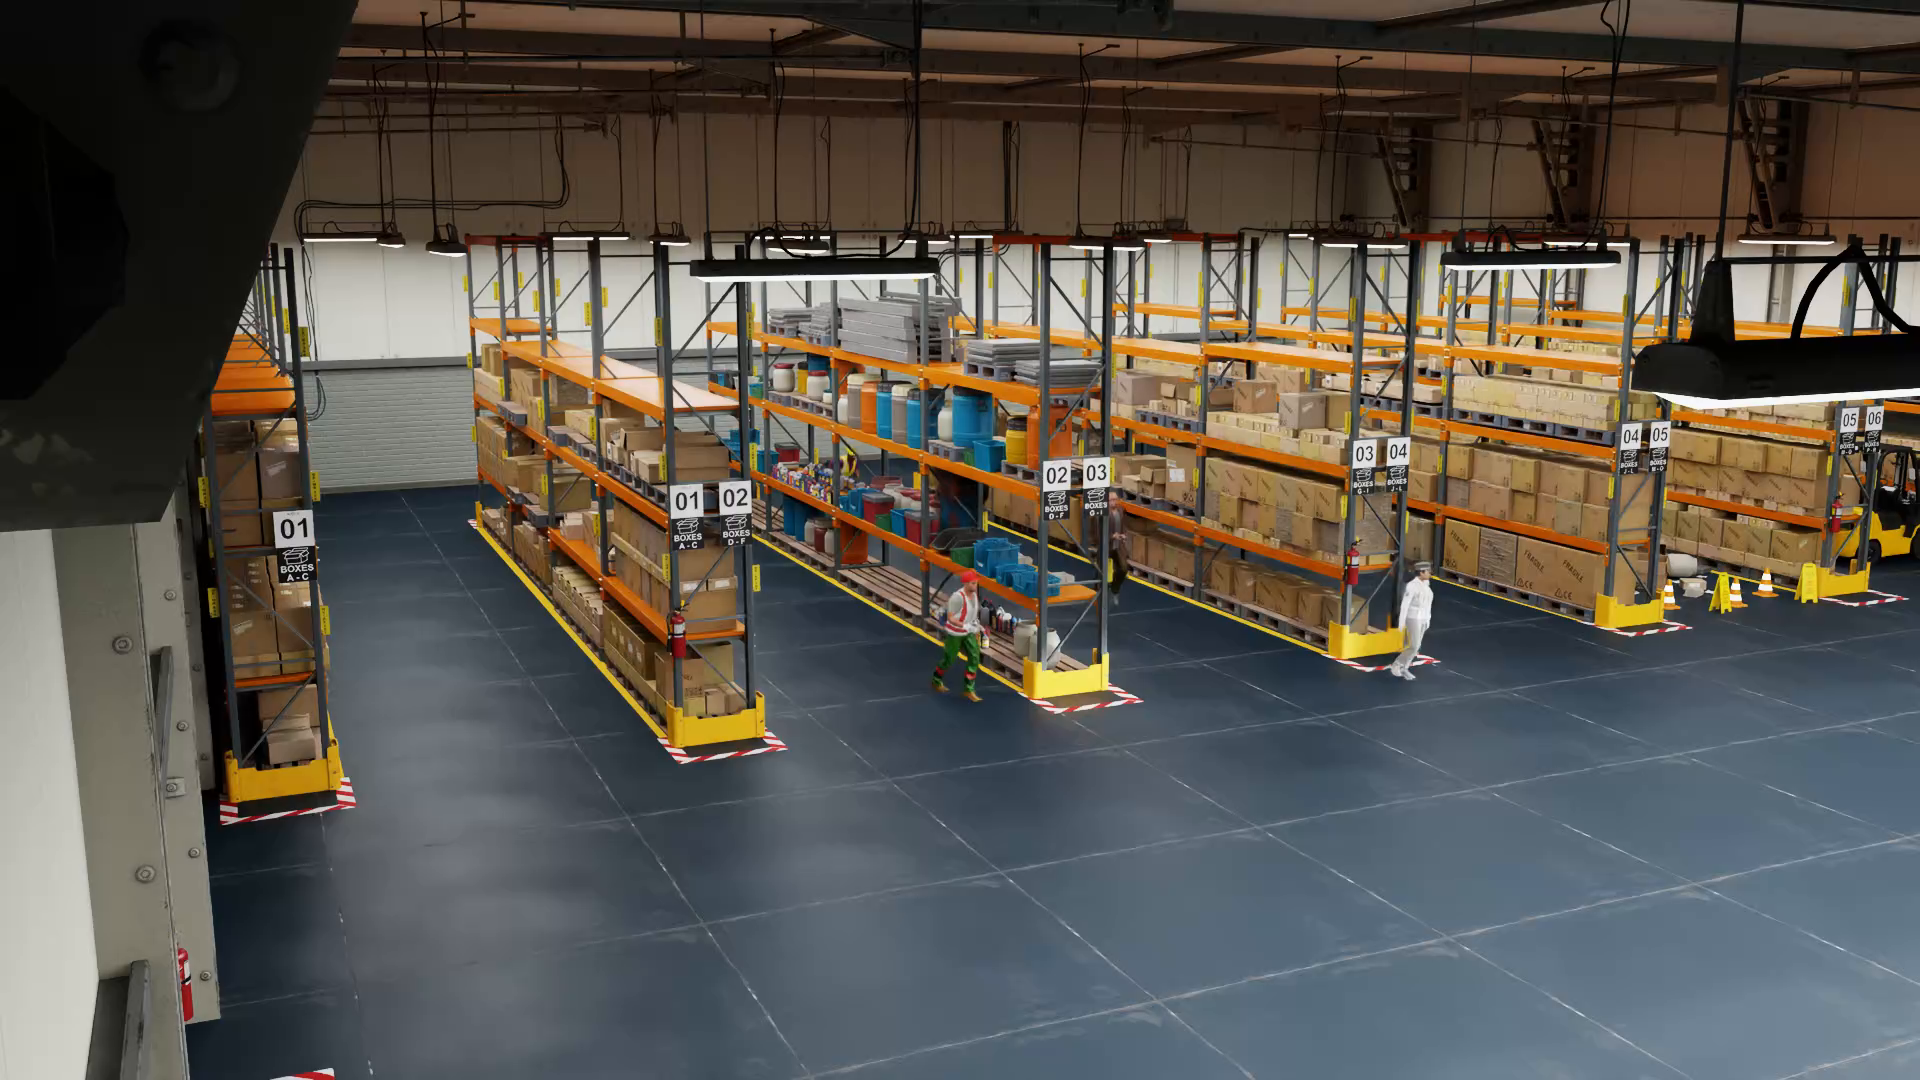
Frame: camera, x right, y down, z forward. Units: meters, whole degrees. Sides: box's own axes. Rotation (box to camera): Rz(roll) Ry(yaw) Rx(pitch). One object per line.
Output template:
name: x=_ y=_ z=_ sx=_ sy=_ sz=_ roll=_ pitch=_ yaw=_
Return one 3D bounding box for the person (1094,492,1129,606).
person: x=2.423 y=0.144 z=26.339 sx=0.691 sy=1.837 sz=0.829 roll=-6 pitch=12 yaw=-28

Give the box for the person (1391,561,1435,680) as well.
person: x=6.273 y=1.122 z=23.010 sx=0.455 sy=1.689 sz=0.598 roll=10 pitch=15 yaw=42

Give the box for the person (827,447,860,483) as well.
person: x=-2.500 y=-1.235 z=35.436 sx=0.722 sy=1.568 sz=0.933 roll=-10 pitch=15 yaw=-41

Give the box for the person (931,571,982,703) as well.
person: x=-0.016 y=1.250 z=22.088 sx=0.839 sy=1.788 sz=0.703 roll=10 pitch=15 yaw=43
